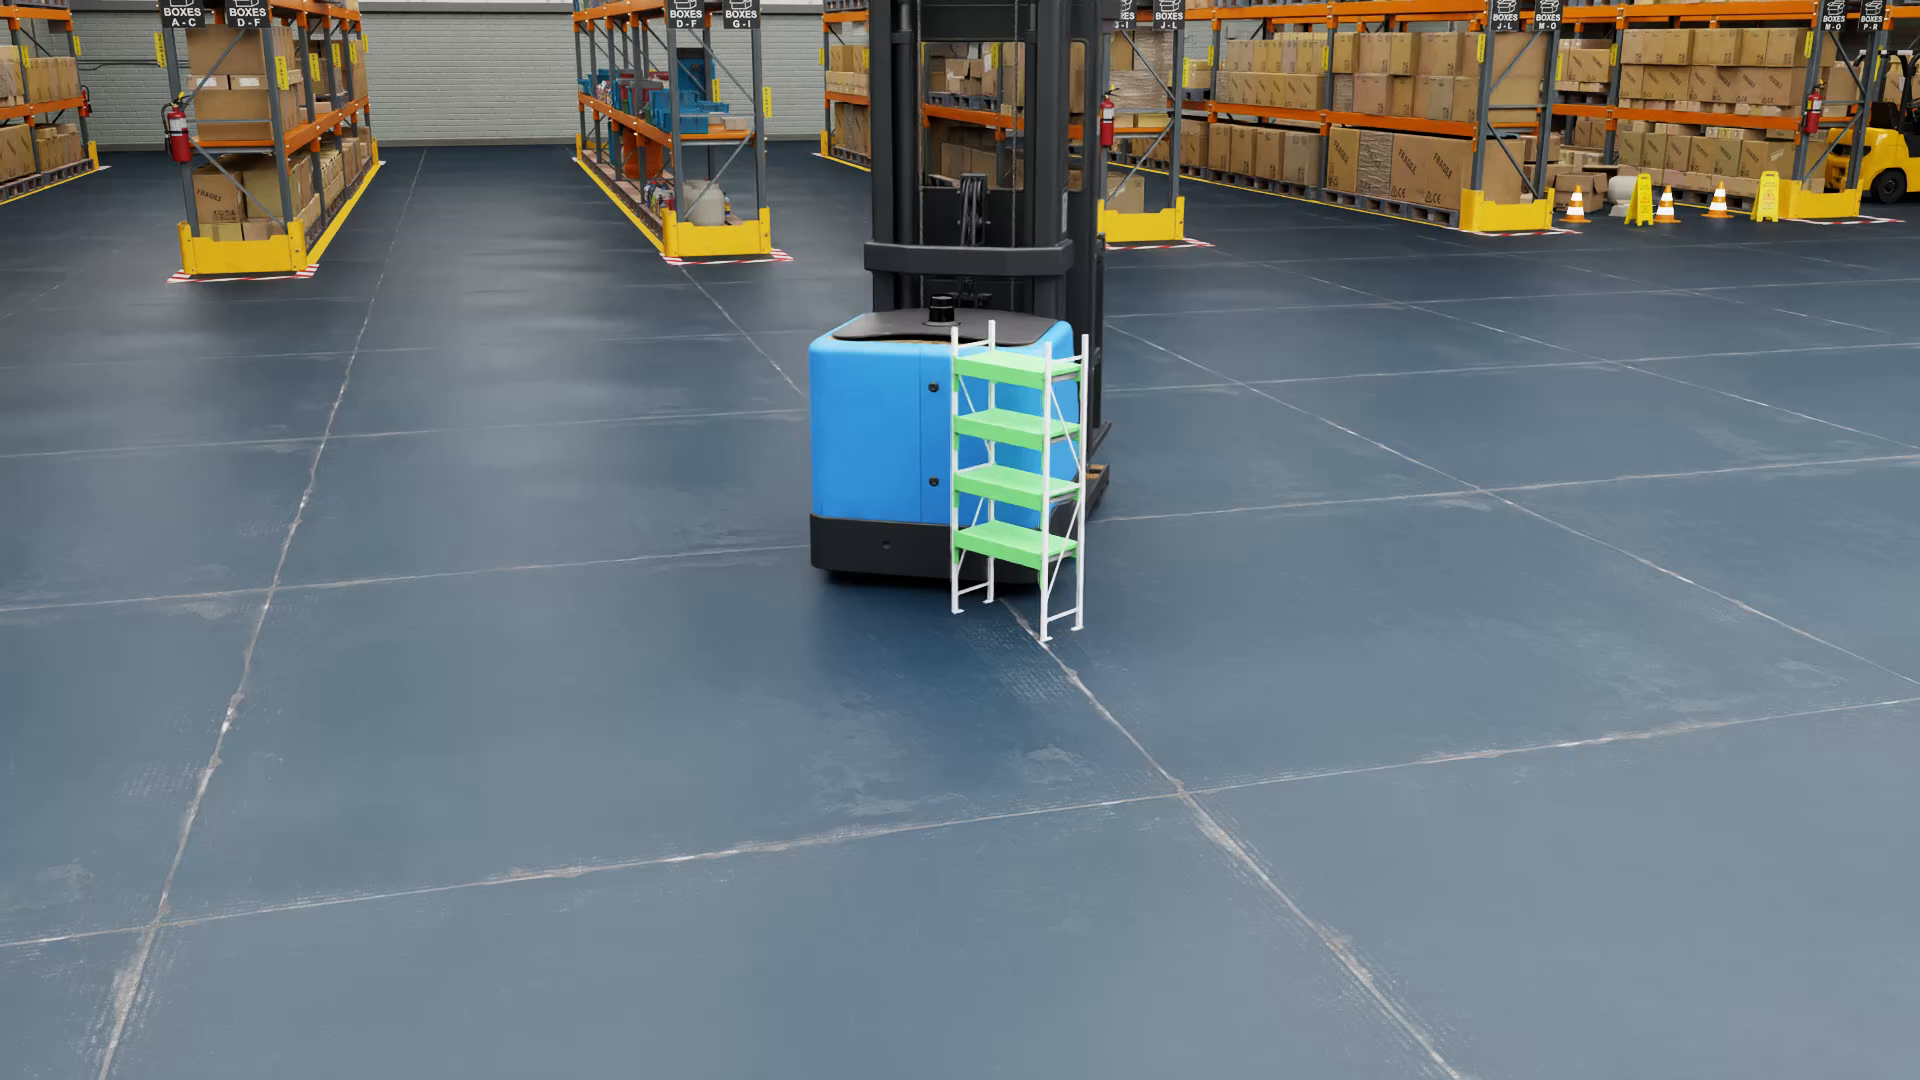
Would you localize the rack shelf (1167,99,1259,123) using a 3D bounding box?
[{"bbox_3d":[4.158,-7.812,29.996,1.077,0.370,4.000,-5,17,-15],"label":"rack shelf"}]

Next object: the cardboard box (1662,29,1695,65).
[{"bbox_3d":[10.682,-7.163,24.155,0.700,0.500,0.500,-5,17,-16],"label":"cardboard box"}]

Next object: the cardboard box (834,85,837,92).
[{"bbox_3d":[-2.292,-8.994,33.116,0.380,0.149,0.250,-5,17,-16],"label":"cardboard box"}]

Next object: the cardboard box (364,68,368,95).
[{"bbox_3d":[-11.429,-8.616,31.246,0.500,0.500,0.500,-4,17,-14],"label":"cardboard box"}]

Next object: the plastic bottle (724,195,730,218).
[{"bbox_3d":[-2.852,-4.065,20.249,0.097,0.271,0.097,0,17,0],"label":"plastic bottle"}]

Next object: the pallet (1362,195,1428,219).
[{"bbox_3d":[6.279,-4.607,22.922,1.003,0.211,1.213,-5,17,-15],"label":"pallet"}]

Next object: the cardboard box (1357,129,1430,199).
[{"bbox_3d":[6.164,-5.252,23.186,0.875,0.875,0.875,-5,17,-15],"label":"cardboard box"}]

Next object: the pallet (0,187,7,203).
[{"bbox_3d":[-14.521,-4.953,24.074,1.003,0.211,1.213,-5,17,-15],"label":"pallet"}]

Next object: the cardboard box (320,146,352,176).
[{"bbox_3d":[-9.615,-5.764,25.506,0.500,0.500,0.500,-5,18,-17],"label":"cardboard box"}]

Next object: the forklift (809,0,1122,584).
[{"bbox_3d":[0.172,-1.599,8.181,1.130,2.935,3.031,4,17,12],"label":"forklift"}]

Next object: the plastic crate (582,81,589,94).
[{"bbox_3d":[-6.854,-8.468,31.114,0.416,0.233,0.300,-5,17,-15],"label":"plastic crate"}]

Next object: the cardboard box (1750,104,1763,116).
[{"bbox_3d":[11.103,-5.910,22.850,0.380,0.149,0.250,-5,17,-16],"label":"cardboard box"}]

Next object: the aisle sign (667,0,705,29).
[{"bbox_3d":[-2.919,-5.837,17.650,0.394,0.787,0.004,-5,17,-15],"label":"aisle sign"}]

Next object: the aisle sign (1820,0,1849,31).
[{"bbox_3d":[11.376,-7.015,21.573,0.394,0.787,0.004,-5,17,-15],"label":"aisle sign"}]

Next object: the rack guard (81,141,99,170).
[{"bbox_3d":[-16.582,-7.087,30.676,1.175,0.500,0.348,-5,17,-15],"label":"rack guard"}]

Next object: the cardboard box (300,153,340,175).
[{"bbox_3d":[-9.085,-5.341,23.595,0.500,0.311,0.500,-5,17,-16],"label":"cardboard box"}]

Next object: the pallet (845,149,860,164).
[{"bbox_3d":[-1.661,-7.565,32.769,1.003,0.211,1.213,-5,17,-15],"label":"pallet"}]

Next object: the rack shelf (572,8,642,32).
[{"bbox_3d":[-6.500,-9.600,30.732,1.077,0.370,4.000,-5,17,-15],"label":"rack shelf"}]

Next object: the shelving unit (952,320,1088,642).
[{"bbox_3d":[0.231,-0.243,6.675,0.503,1.200,0.258,15,23,41],"label":"shelving unit"}]

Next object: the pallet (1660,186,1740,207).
[{"bbox_3d":[11.096,-5.060,24.430,1.003,0.211,1.213,-5,17,-15],"label":"pallet"}]

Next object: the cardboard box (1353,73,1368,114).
[{"bbox_3d":[6.093,-6.318,23.509,0.875,0.550,0.550,-5,17,-15],"label":"cardboard box"}]

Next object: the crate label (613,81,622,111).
[{"bbox_3d":[-4.839,-6.569,24.544,0.502,0.435,0.616,-5,17,-15],"label":"crate label"}]

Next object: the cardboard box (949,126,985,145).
[{"bbox_3d":[0.124,-6.429,26.418,0.500,0.250,0.500,-4,17,-13],"label":"cardboard box"}]

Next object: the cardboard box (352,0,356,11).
[{"bbox_3d":[-11.142,-9.637,29.868,0.500,0.250,0.500,-5,17,-15],"label":"cardboard box"}]

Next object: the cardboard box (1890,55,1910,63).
[{"bbox_3d":[15.112,-7.699,26.551,0.380,0.149,0.250,-4,17,-14],"label":"cardboard box"}]

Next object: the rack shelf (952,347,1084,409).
[{"bbox_3d":[0.231,-0.641,6.555,0.480,0.148,0.258,15,23,41],"label":"rack shelf"}]

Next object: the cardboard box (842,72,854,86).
[{"bbox_3d":[-1.983,-8.942,32.251,0.500,0.250,0.500,-5,17,-16],"label":"cardboard box"}]

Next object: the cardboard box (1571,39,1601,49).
[{"bbox_3d":[9.992,-7.918,26.549,0.380,0.149,0.250,-5,17,-17],"label":"cardboard box"}]

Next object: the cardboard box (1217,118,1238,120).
[{"bbox_3d":[4.611,-7.317,29.408,0.500,0.250,0.500,-5,17,-16],"label":"cardboard box"}]

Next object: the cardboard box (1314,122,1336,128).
[{"bbox_3d":[8.024,-8.533,34.869,0.875,0.438,0.875,-5,17,-17],"label":"cardboard box"}]

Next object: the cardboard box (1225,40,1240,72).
[{"bbox_3d":[4.821,-8.005,27.477,0.700,0.500,0.500,-5,17,-16],"label":"cardboard box"}]

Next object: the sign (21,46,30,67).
[{"bbox_3d":[-14.957,-7.733,26.607,0.100,0.325,0.005,-5,17,-15],"label":"sign"}]

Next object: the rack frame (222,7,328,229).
[{"bbox_3d":[-8.516,-5.351,20.551,1.000,3.000,0.127,-5,17,-15],"label":"rack frame"}]

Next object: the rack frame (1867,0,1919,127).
[{"bbox_3d":[15.310,-7.310,27.073,1.000,3.000,0.127,-5,17,-15],"label":"rack frame"}]

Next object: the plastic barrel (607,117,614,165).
[{"bbox_3d":[-5.818,-6.999,28.954,0.600,0.901,0.708,-5,17,-15],"label":"plastic barrel"}]

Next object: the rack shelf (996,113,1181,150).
[{"bbox_3d":[1.560,-5.235,21.417,1.077,0.370,4.000,-5,17,-15],"label":"rack shelf"}]

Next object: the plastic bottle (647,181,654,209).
[{"bbox_3d":[-3.929,-4.427,21.317,0.144,0.351,0.185,-4,17,-14],"label":"plastic bottle"}]

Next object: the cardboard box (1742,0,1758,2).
[{"bbox_3d":[11.011,-7.486,22.882,0.380,0.149,0.250,-5,17,-16],"label":"cardboard box"}]

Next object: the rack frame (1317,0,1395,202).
[{"bbox_3d":[5.807,-6.497,24.368,1.000,3.000,0.127,-5,17,-15],"label":"rack frame"}]

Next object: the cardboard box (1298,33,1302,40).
[{"bbox_3d":[7.386,-10.665,35.205,0.380,0.149,0.250,-5,17,-15],"label":"cardboard box"}]

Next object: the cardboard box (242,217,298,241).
[{"bbox_3d":[-7.350,-3.295,17.755,0.500,0.250,0.500,-5,17,-15],"label":"cardboard box"}]

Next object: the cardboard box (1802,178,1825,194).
[{"bbox_3d":[11.682,-4.939,23.231,0.500,0.250,0.500,-5,17,-16],"label":"cardboard box"}]

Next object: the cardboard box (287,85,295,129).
[{"bbox_3d":[-8.103,-4.992,19.183,0.700,0.500,0.500,-4,17,-14],"label":"cardboard box"}]

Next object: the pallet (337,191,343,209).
[{"bbox_3d":[-9.426,-4.891,23.867,1.003,0.211,1.213,-5,17,-15],"label":"pallet"}]

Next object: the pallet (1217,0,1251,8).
[{"bbox_3d":[4.935,-8.776,27.068,1.213,0.211,1.003,-4,17,-13],"label":"pallet"}]

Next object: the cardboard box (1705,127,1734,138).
[{"bbox_3d":[10.865,-5.804,23.679,0.380,0.149,0.250,-4,17,-13],"label":"cardboard box"}]

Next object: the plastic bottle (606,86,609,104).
[{"bbox_3d":[-5.687,-7.186,26.864,0.061,0.283,0.133,-5,17,-15],"label":"plastic bottle"}]

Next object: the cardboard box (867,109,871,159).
[{"bbox_3d":[-0.993,-7.354,30.183,1.225,0.875,0.875,-5,17,-15],"label":"cardboard box"}]

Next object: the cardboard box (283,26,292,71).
[{"bbox_3d":[-8.248,-5.758,19.478,0.700,0.500,0.500,-5,17,-15],"label":"cardboard box"}]

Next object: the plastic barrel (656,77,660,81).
[{"bbox_3d":[-4.248,-6.517,24.240,0.421,0.512,0.421,0,17,0],"label":"plastic barrel"}]

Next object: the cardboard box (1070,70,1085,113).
[{"bbox_3d":[1.732,-5.500,20.357,0.875,0.500,0.500,-5,17,-15],"label":"cardboard box"}]

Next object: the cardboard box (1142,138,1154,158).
[{"bbox_3d":[3.703,-7.342,30.797,0.500,0.500,0.500,-4,17,-13],"label":"cardboard box"}]

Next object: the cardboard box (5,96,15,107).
[{"bbox_3d":[-14.862,-6.778,25.703,0.380,0.149,0.250,-5,17,-15],"label":"cardboard box"}]

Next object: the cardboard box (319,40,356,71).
[{"bbox_3d":[-10.573,-8.243,28.268,0.500,0.500,0.500,-4,17,-14],"label":"cardboard box"}]

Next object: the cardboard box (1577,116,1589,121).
[{"bbox_3d":[12.954,-8.717,34.246,0.380,0.149,0.250,-4,17,-13],"label":"cardboard box"}]

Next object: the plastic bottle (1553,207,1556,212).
[{"bbox_3d":[8.192,-4.638,23.286,0.133,0.061,0.283,-12,20,-34],"label":"plastic bottle"}]

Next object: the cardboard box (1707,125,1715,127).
[{"bbox_3d":[14.367,-7.900,31.525,0.380,0.149,0.250,-4,17,-12],"label":"cardboard box"}]
